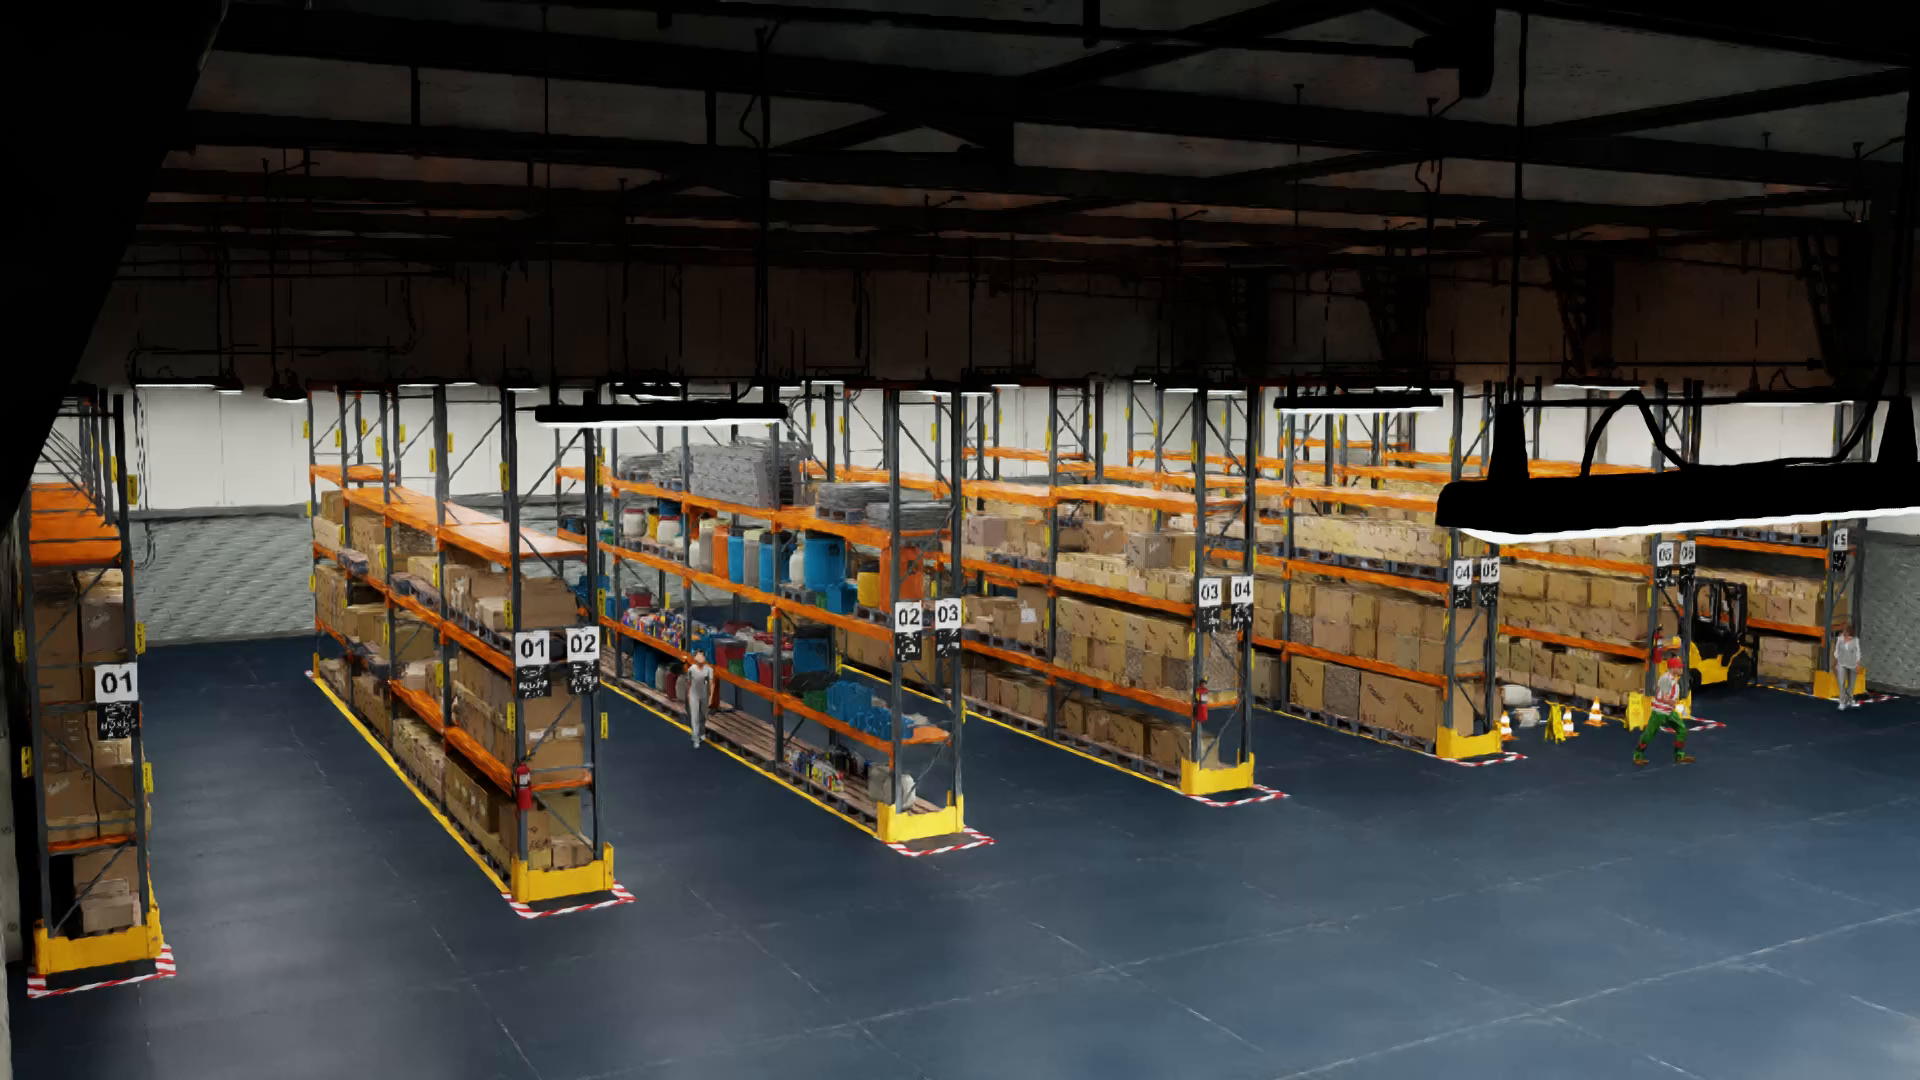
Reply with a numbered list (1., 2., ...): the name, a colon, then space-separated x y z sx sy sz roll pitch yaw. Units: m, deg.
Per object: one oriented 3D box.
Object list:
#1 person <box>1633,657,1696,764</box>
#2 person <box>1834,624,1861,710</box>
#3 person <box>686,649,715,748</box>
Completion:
1. person: 11.105 2.681 26.201 0.811 1.718 0.682 5 8 42
2. person: 16.284 2.306 30.496 0.461 1.579 0.554 4 7 30
3. person: -4.292 2.593 27.546 0.445 1.603 1.020 -2 6 -19
